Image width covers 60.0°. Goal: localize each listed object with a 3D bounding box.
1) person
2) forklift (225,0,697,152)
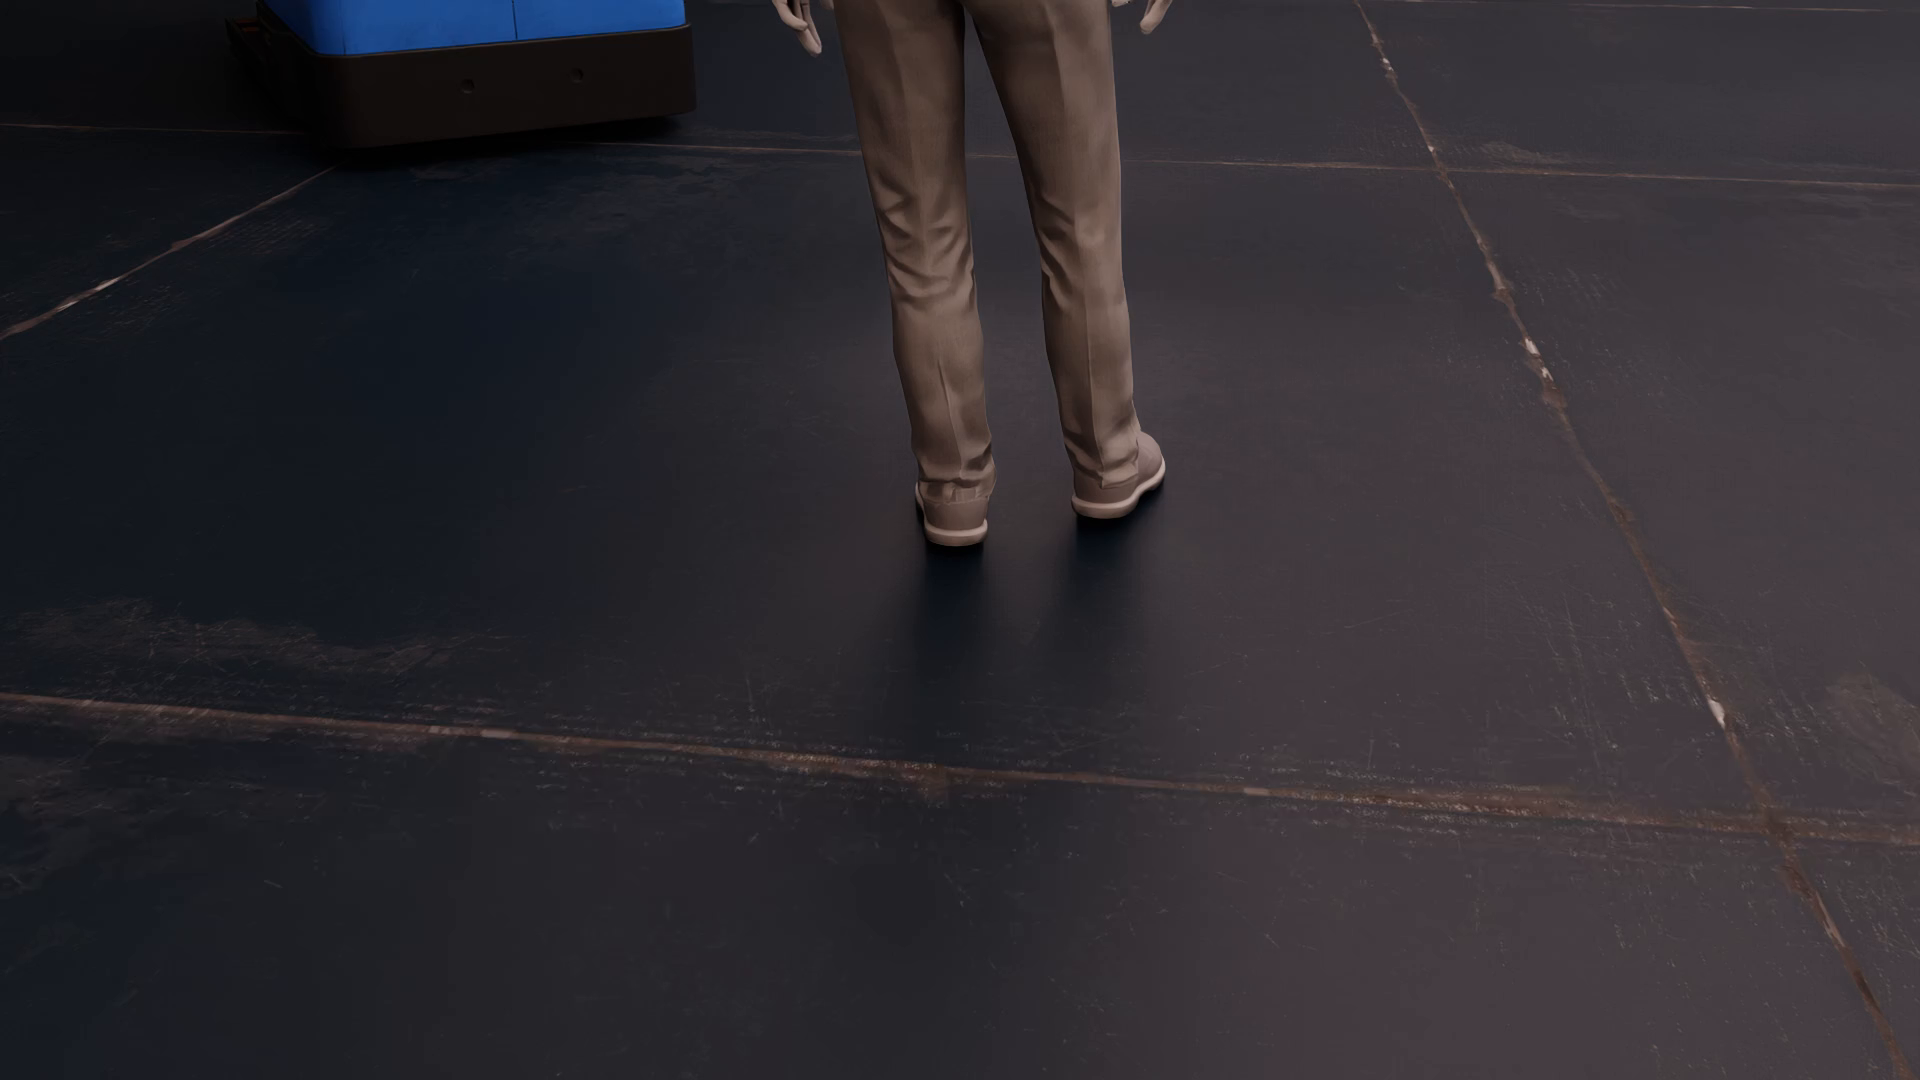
[{"bbox_3d":[0.017,-0.797,2.187,0.588,1.693,0.512,3,27,7],"label":"person"},{"bbox_3d":[-1.912,-2.978,5.186,1.130,2.935,3.031,-13,30,-25],"label":"forklift"}]
